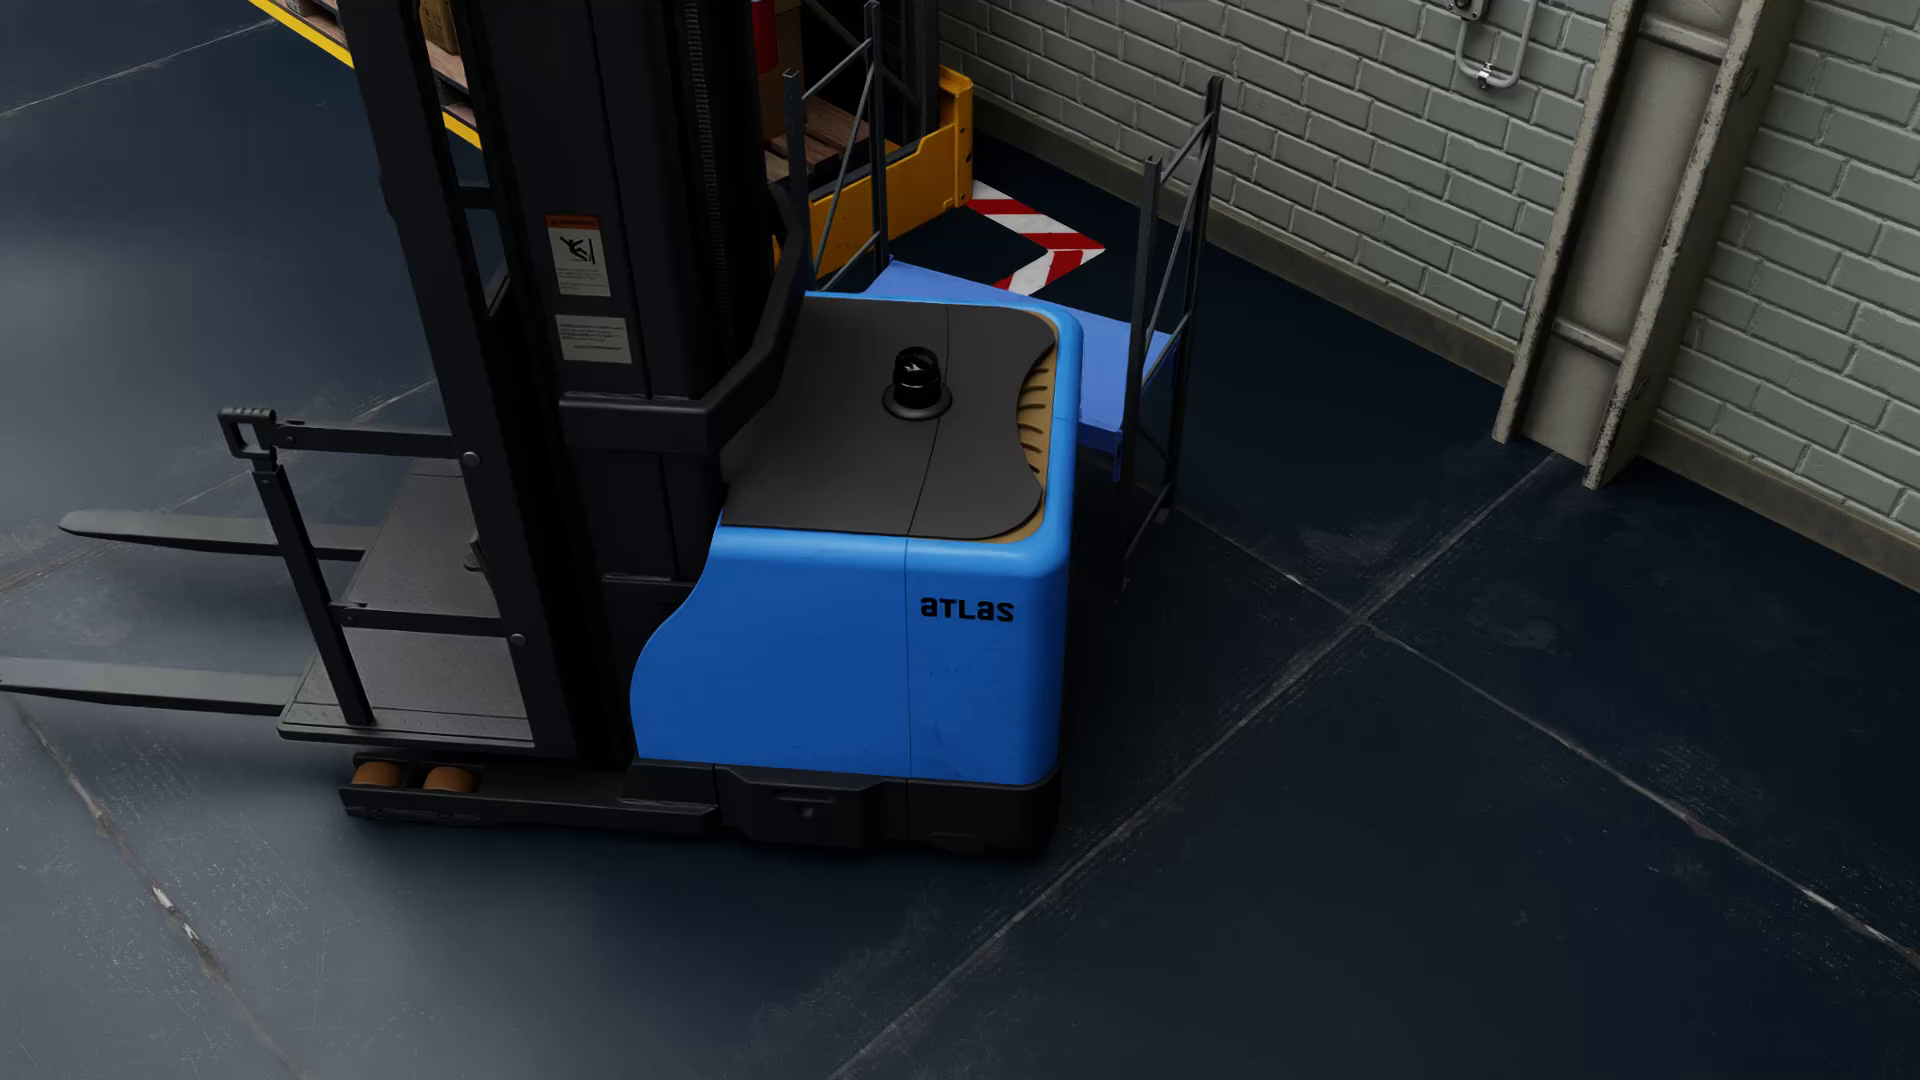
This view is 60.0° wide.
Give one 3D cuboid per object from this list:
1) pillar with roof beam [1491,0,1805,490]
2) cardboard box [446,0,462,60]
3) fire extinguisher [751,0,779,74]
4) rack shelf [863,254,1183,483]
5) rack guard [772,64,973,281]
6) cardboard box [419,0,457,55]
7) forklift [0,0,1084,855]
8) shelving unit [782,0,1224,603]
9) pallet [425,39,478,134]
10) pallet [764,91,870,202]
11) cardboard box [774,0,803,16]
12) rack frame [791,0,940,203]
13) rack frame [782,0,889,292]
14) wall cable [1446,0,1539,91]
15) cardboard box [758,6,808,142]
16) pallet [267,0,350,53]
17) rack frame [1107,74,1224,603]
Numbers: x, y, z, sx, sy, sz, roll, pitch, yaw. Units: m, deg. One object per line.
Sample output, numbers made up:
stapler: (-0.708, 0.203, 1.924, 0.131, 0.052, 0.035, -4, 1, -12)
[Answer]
pillar with roof beam: (-1.004, -1.569, 0.317, 9.100, 9.000, 0.400, -34, 53, -31)
cardboard box: (-1.749, -2.318, 7.081, 0.500, 0.500, 0.700, 32, 52, 30)
fire extinguisher: (-0.695, -1.853, 5.376, 0.296, 0.674, 0.183, -34, 53, -31)
rack shelf: (0.112, -0.534, 4.987, 1.000, 0.185, 0.538, 18, 46, 19)
rack guard: (-0.458, -1.382, 6.377, 1.175, 0.500, 0.348, -34, 53, -31)
cardboard box: (-2.131, -2.571, 7.354, 0.700, 0.500, 0.500, -33, 52, -30)
forklift: (-1.214, -0.671, 3.817, 3.031, 2.935, 1.130, 4, 43, 4)
shelving unit: (0.112, -0.666, 4.865, 1.048, 1.500, 0.538, 18, 46, 19)
pallet: (-1.953, -2.220, 7.497, 1.003, 0.211, 1.213, -34, 53, -31)
pallet: (-1.095, -1.634, 6.863, 1.003, 0.211, 1.213, -34, 53, -31)
cardboard box: (-0.810, -2.110, 6.378, 0.380, 0.149, 0.250, -34, 52, -31)
rack frame: (-0.475, -2.312, 5.541, 1.000, 3.000, 0.127, -34, 53, -31)
rack frame: (-0.346, -0.815, 5.027, 0.032, 1.500, 0.500, 18, 46, 19)
wall cable: (1.099, -2.523, 5.021, 0.084, 1.984, 1.851, -34, 53, -31)
cardboard box: (-1.040, -1.836, 6.559, 0.700, 0.500, 0.500, -34, 53, -31)
pallet: (-2.818, -2.807, 8.132, 1.003, 0.211, 1.213, -34, 53, -31)
rack frame: (0.570, -0.516, 4.703, 0.032, 1.500, 0.500, 18, 46, 19)
